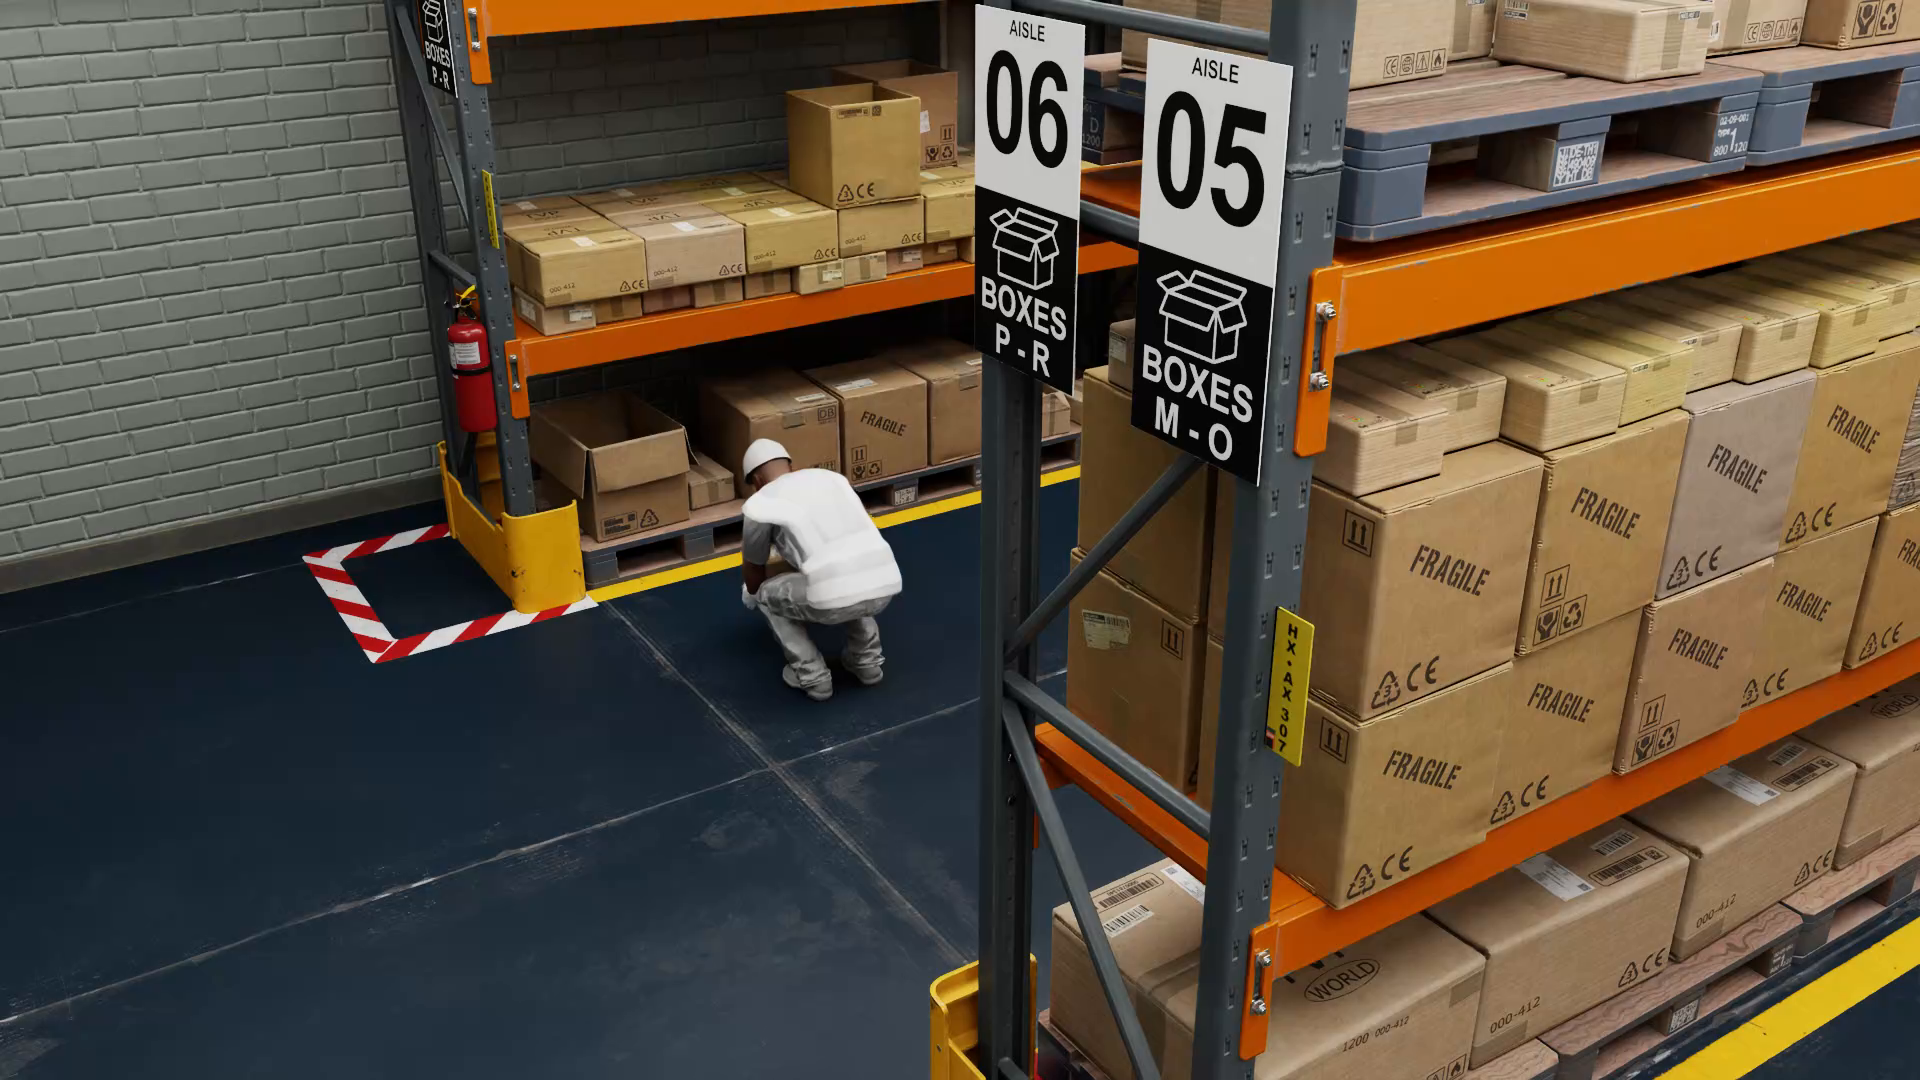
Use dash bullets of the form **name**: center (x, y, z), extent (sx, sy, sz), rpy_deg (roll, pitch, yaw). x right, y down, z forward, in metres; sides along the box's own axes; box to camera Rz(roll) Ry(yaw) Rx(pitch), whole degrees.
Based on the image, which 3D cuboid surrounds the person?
- **person**: center (-0.652, 0.122, 7.261), extent (0.556, 1.000, 0.928), rpy_deg (-16, 29, -31)
